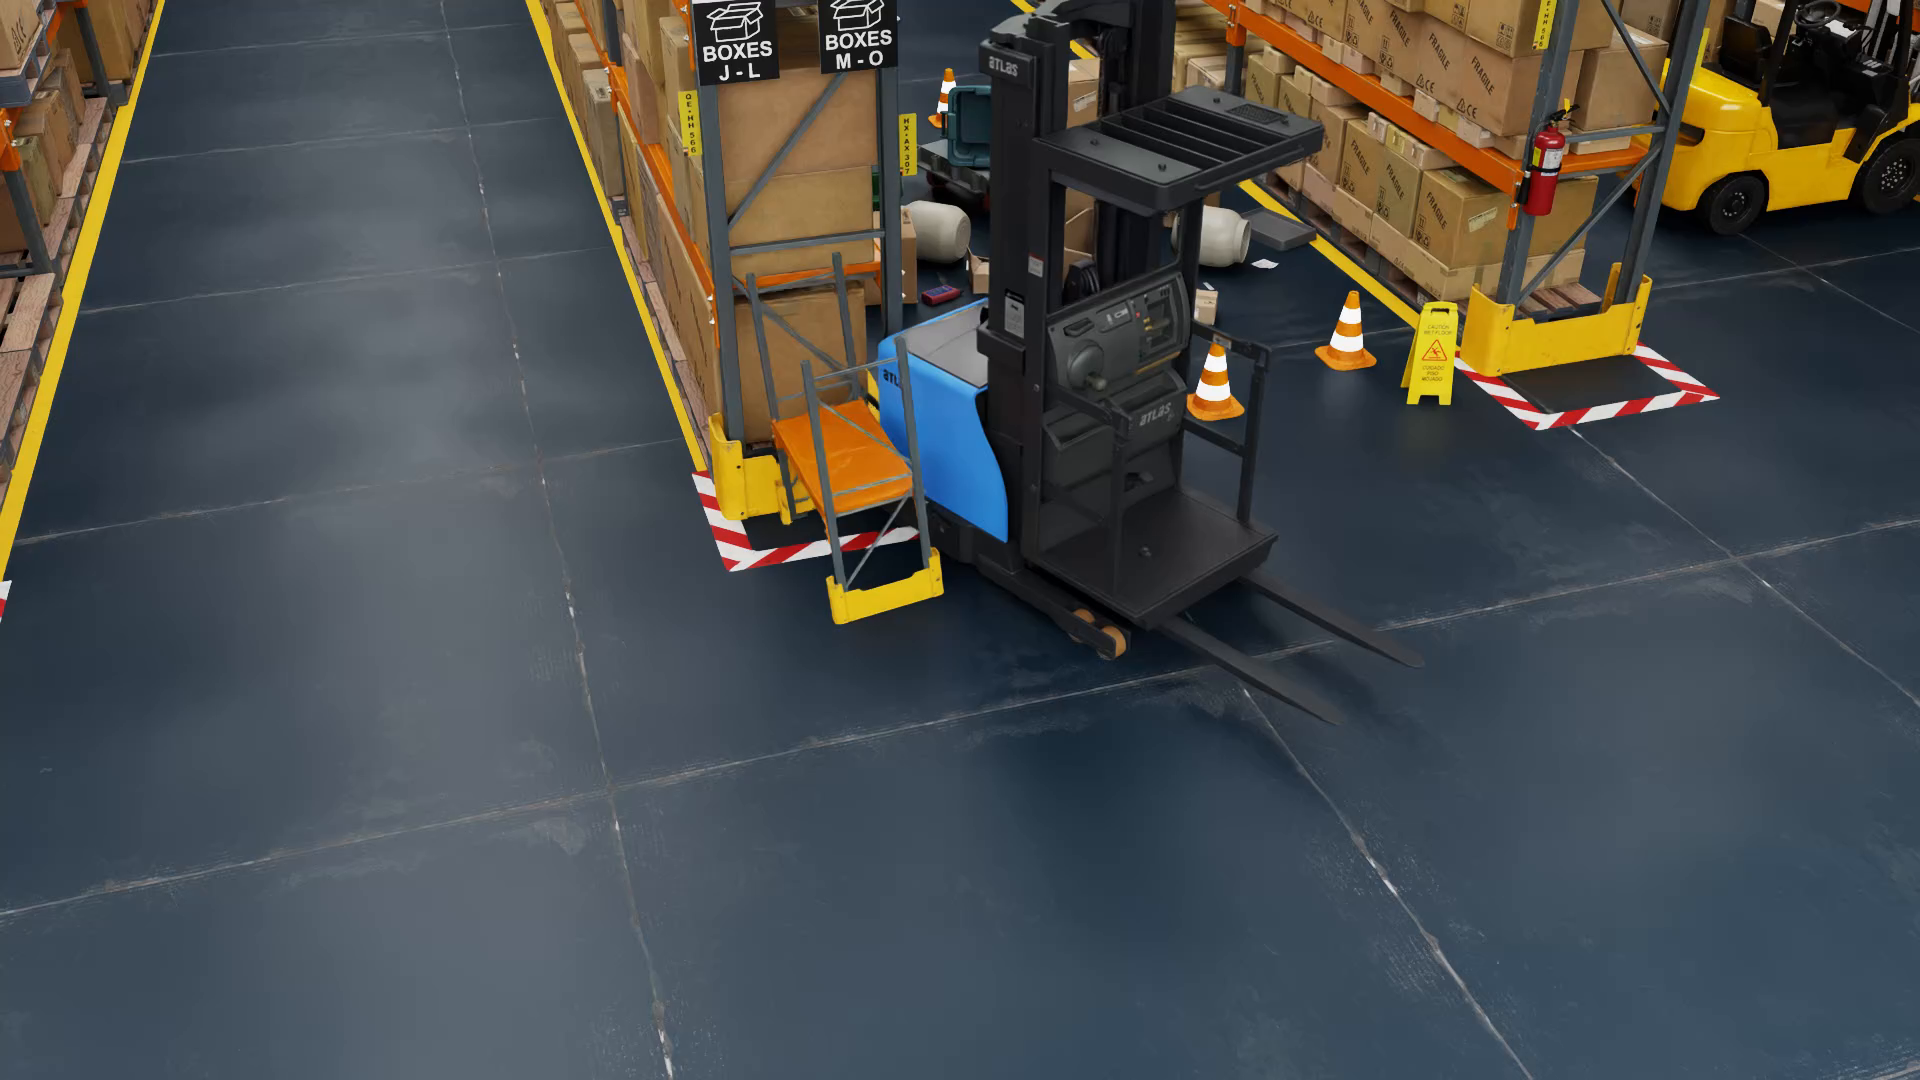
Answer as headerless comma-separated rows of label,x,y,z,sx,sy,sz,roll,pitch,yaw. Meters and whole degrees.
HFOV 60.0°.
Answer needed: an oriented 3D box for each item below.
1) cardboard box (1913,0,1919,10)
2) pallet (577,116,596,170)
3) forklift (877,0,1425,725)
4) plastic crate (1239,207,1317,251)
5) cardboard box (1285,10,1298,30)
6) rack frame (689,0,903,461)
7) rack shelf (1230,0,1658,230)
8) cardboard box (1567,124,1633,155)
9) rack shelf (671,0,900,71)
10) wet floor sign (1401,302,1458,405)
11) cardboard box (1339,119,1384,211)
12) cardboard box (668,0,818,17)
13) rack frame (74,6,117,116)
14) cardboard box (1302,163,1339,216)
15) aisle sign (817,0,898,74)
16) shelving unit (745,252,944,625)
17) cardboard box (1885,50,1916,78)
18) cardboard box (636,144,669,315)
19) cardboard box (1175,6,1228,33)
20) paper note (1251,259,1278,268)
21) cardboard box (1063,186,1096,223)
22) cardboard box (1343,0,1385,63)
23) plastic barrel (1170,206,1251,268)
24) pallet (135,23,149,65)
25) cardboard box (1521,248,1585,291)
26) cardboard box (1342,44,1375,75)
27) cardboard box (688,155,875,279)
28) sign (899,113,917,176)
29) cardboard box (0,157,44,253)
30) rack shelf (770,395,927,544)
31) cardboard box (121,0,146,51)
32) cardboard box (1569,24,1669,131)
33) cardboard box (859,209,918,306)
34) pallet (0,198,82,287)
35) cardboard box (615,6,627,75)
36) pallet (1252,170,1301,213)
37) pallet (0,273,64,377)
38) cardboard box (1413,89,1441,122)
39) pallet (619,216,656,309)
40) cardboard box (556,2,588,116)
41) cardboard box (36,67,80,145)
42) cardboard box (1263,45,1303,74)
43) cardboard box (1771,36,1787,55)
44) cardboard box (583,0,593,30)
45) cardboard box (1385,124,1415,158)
cardboard box,7.736,-4.334,12.817,0.500,0.500,0.500,-10,35,-14
pallet,-2.706,-3.522,14.208,1.003,0.211,1.213,-10,35,-15
forklift,0.914,-0.953,7.852,1.130,2.935,3.031,-27,42,-34
plastic crate,2.358,-2.356,12.563,0.402,0.080,0.583,-23,40,-31
cardboard box,2.688,-3.954,12.560,0.380,0.149,0.250,-10,35,-15
rack frame,-0.803,-1.551,8.696,1.000,3.000,0.127,-10,35,-15
rack shelf,3.270,-3.186,11.823,1.077,0.370,4.000,-10,35,-15
cardboard box,3.974,-2.545,10.427,0.380,0.149,0.250,-10,35,-15
rack shelf,-1.413,-3.552,9.656,1.077,0.370,4.000,-10,35,-15
wet floor sign,2.919,-1.174,10.261,0.267,0.644,0.232,1,33,2
cardboard box,3.078,-2.694,11.858,0.500,0.500,0.500,-11,35,-16
cardboard box,-1.176,-2.855,9.554,0.875,0.550,0.550,-10,35,-15
rack frame,-7.997,-4.970,13.870,1.000,3.000,0.127,-10,35,-15
cardboard box,2.921,-2.653,12.476,0.500,0.250,0.500,-10,35,-15
aisle sign,-0.495,-2.649,7.999,0.394,0.787,0.004,-10,35,-15
shelving unit,-0.606,-0.532,8.470,0.587,1.500,1.083,-16,36,-14
cardboard box,7.697,-3.705,13.162,0.500,0.250,0.500,-11,35,-16
cardboard box,-1.619,-2.125,11.111,0.875,0.875,0.875,-10,35,-14
cardboard box,2.062,-4.632,15.361,0.950,0.372,0.625,-9,34,-13
paper note,2.217,-2.010,12.083,0.142,0.019,0.148,-23,40,-31
cardboard box,0.641,-2.438,12.179,0.797,0.637,0.503,-10,35,-15
cardboard box,3.018,-3.637,11.492,0.500,0.500,0.500,-10,35,-14
plastic barrel,1.809,-2.191,12.002,0.512,0.421,0.421,13,36,18
pallet,-8.535,-4.873,16.252,1.003,0.211,1.213,-10,35,-15
cardboard box,3.898,-1.934,11.389,0.500,0.250,0.500,-10,35,-15
cardboard box,2.936,-3.412,11.739,0.380,0.149,0.250,-10,35,-15
cardboard box,-0.959,-1.801,8.938,0.875,0.550,0.550,-10,35,-15
sign,-0.272,-2.035,8.572,0.100,0.325,0.005,-10,35,-15
cardboard box,-6.944,-2.337,11.753,0.700,0.500,0.500,-13,36,-18
rack shelf,-0.586,-0.381,8.566,0.538,0.185,1.000,-16,36,-14
cardboard box,-8.453,-5.094,15.604,1.225,0.875,0.875,-10,35,-15
cardboard box,4.000,-2.897,10.373,0.500,0.500,0.500,-11,35,-15
cardboard box,-0.572,-1.967,11.590,0.500,0.500,0.500,-4,34,-6
pallet,-7.016,-2.115,12.079,1.003,0.211,1.213,-10,35,-15
cardboard box,-1.899,-3.522,11.542,0.875,0.550,0.550,-10,35,-15
pallet,2.899,-3.026,13.458,1.003,0.211,1.213,-10,35,-15
pallet,-6.539,-1.360,10.936,1.003,0.211,1.213,-10,35,-15
cardboard box,3.215,-2.875,10.927,0.380,0.149,0.250,-9,35,-14
pallet,-1.865,-2.075,12.018,1.003,0.211,1.213,-10,35,-15
cardboard box,-2.873,-4.194,14.356,1.050,0.750,0.750,-9,35,-14
cardboard box,-7.593,-3.473,13.473,0.700,0.500,0.500,-13,36,-19
cardboard box,2.564,-3.717,12.818,0.380,0.149,0.250,-10,35,-14
cardboard box,7.240,-4.304,14.522,0.500,0.250,0.500,-10,35,-15
cardboard box,-2.591,-4.187,12.594,0.500,0.500,0.500,-10,35,-15
cardboard box,3.138,-2.739,11.338,0.380,0.149,0.250,-9,35,-14
